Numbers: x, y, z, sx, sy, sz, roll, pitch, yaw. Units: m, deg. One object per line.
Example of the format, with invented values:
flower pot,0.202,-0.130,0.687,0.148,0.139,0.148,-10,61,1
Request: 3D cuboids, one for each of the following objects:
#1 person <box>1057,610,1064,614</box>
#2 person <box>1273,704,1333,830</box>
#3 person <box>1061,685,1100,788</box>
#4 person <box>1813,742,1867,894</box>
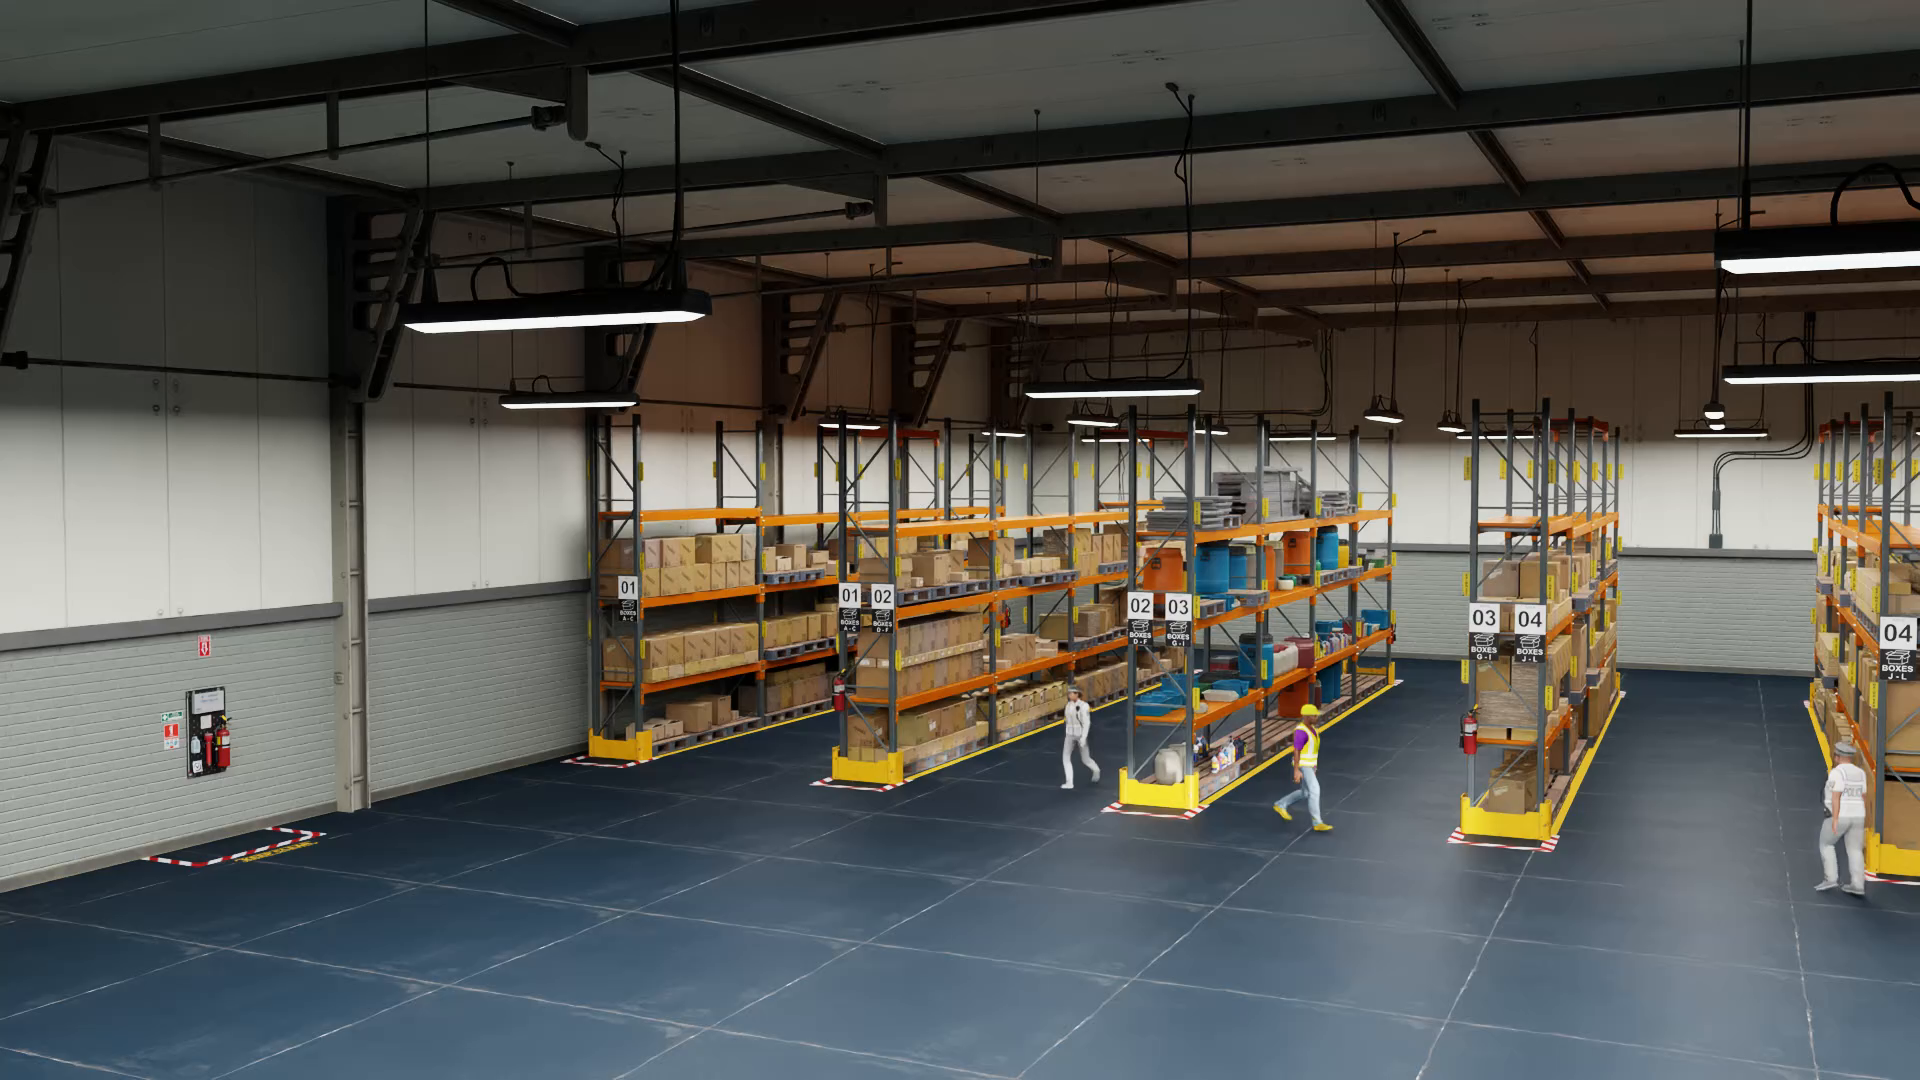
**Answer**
person,2.440,2.518,40.181,0.499,1.670,0.503,1,3,31
person,4.840,3.174,23.383,0.936,1.739,0.615,1,3,29
person,1.864,3.104,26.378,0.484,1.608,0.894,2,3,34
person,10.546,3.332,19.740,0.552,1.812,0.556,0,2,-6
